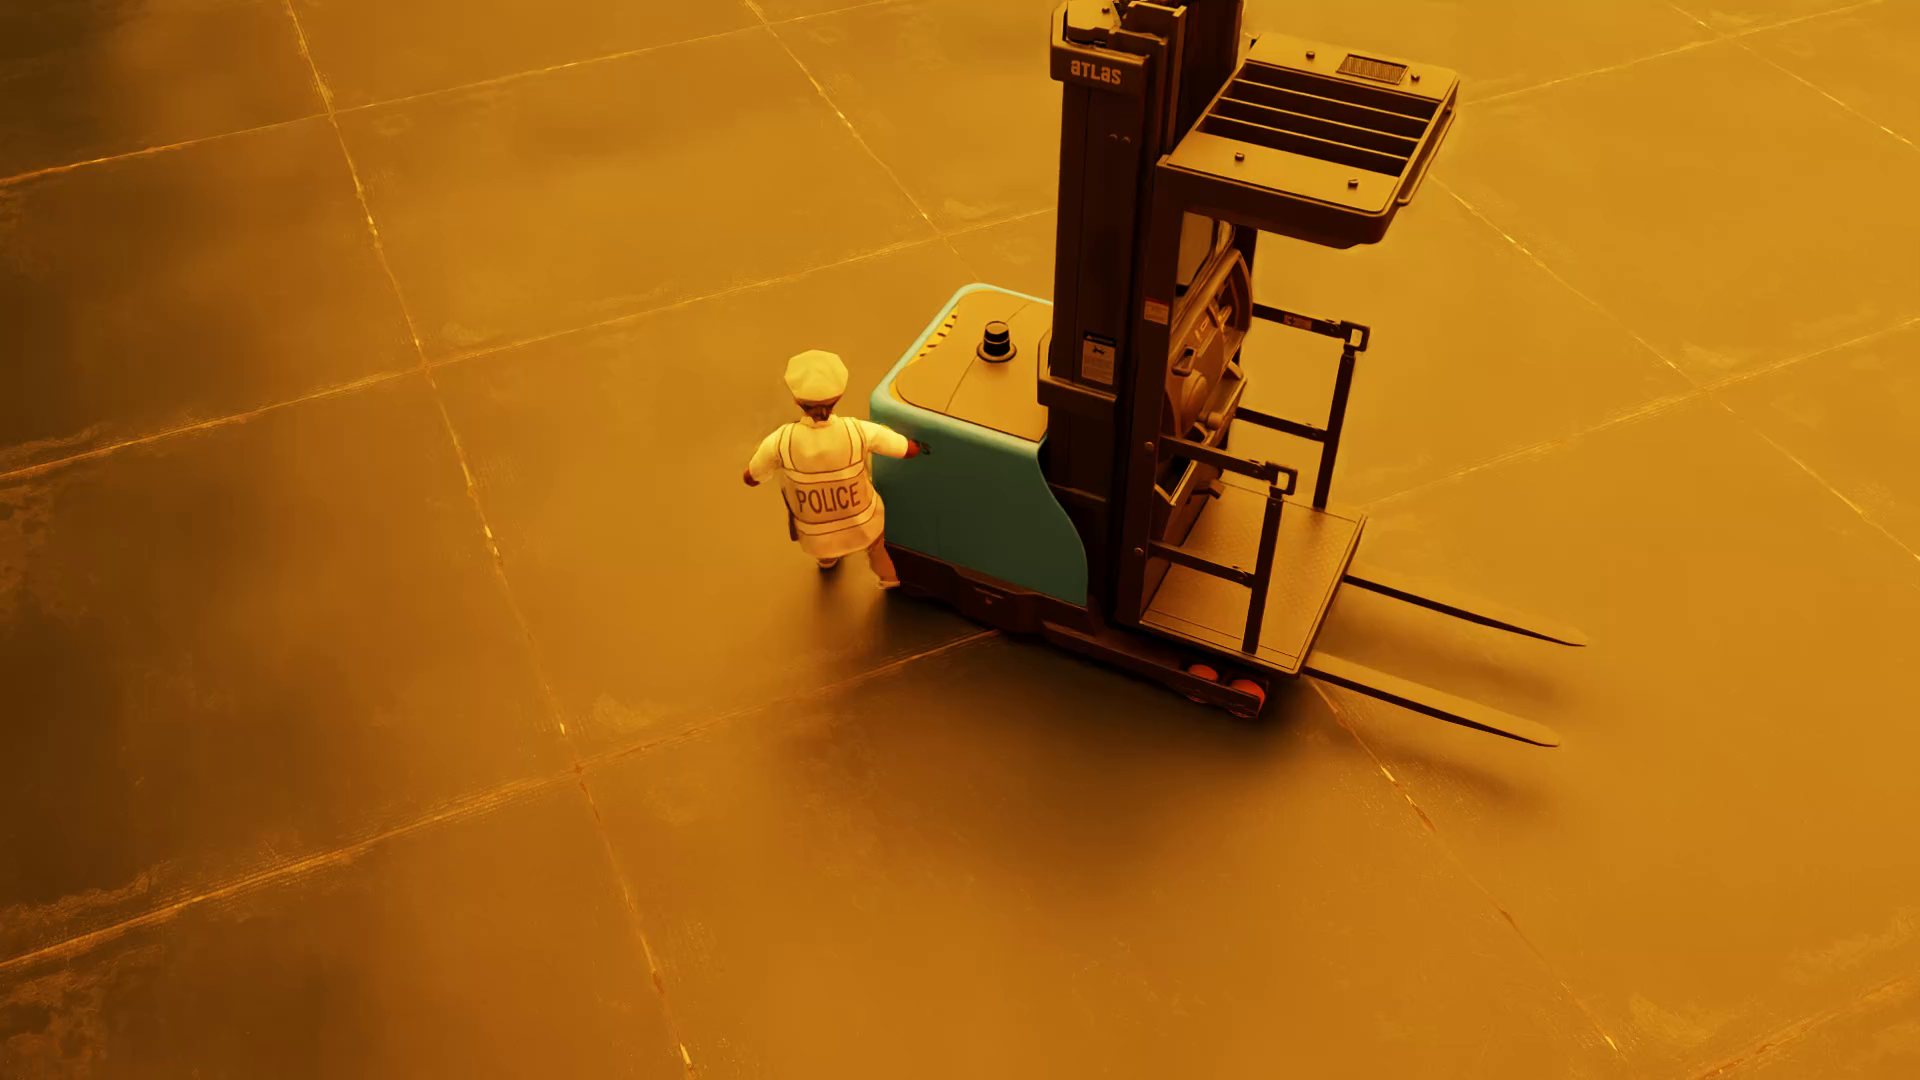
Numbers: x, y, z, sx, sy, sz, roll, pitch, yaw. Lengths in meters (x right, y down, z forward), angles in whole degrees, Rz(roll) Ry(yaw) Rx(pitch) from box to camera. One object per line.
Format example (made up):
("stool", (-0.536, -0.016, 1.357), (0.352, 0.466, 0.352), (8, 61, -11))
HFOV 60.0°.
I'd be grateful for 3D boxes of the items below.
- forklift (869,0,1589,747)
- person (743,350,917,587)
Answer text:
("forklift", (1.161, -0.738, 6.471), (3.031, 2.935, 1.130), (18, 46, 18))
("person", (-0.561, -0.267, 7.078), (0.730, 1.469, 0.815), (-9, 44, -9))
